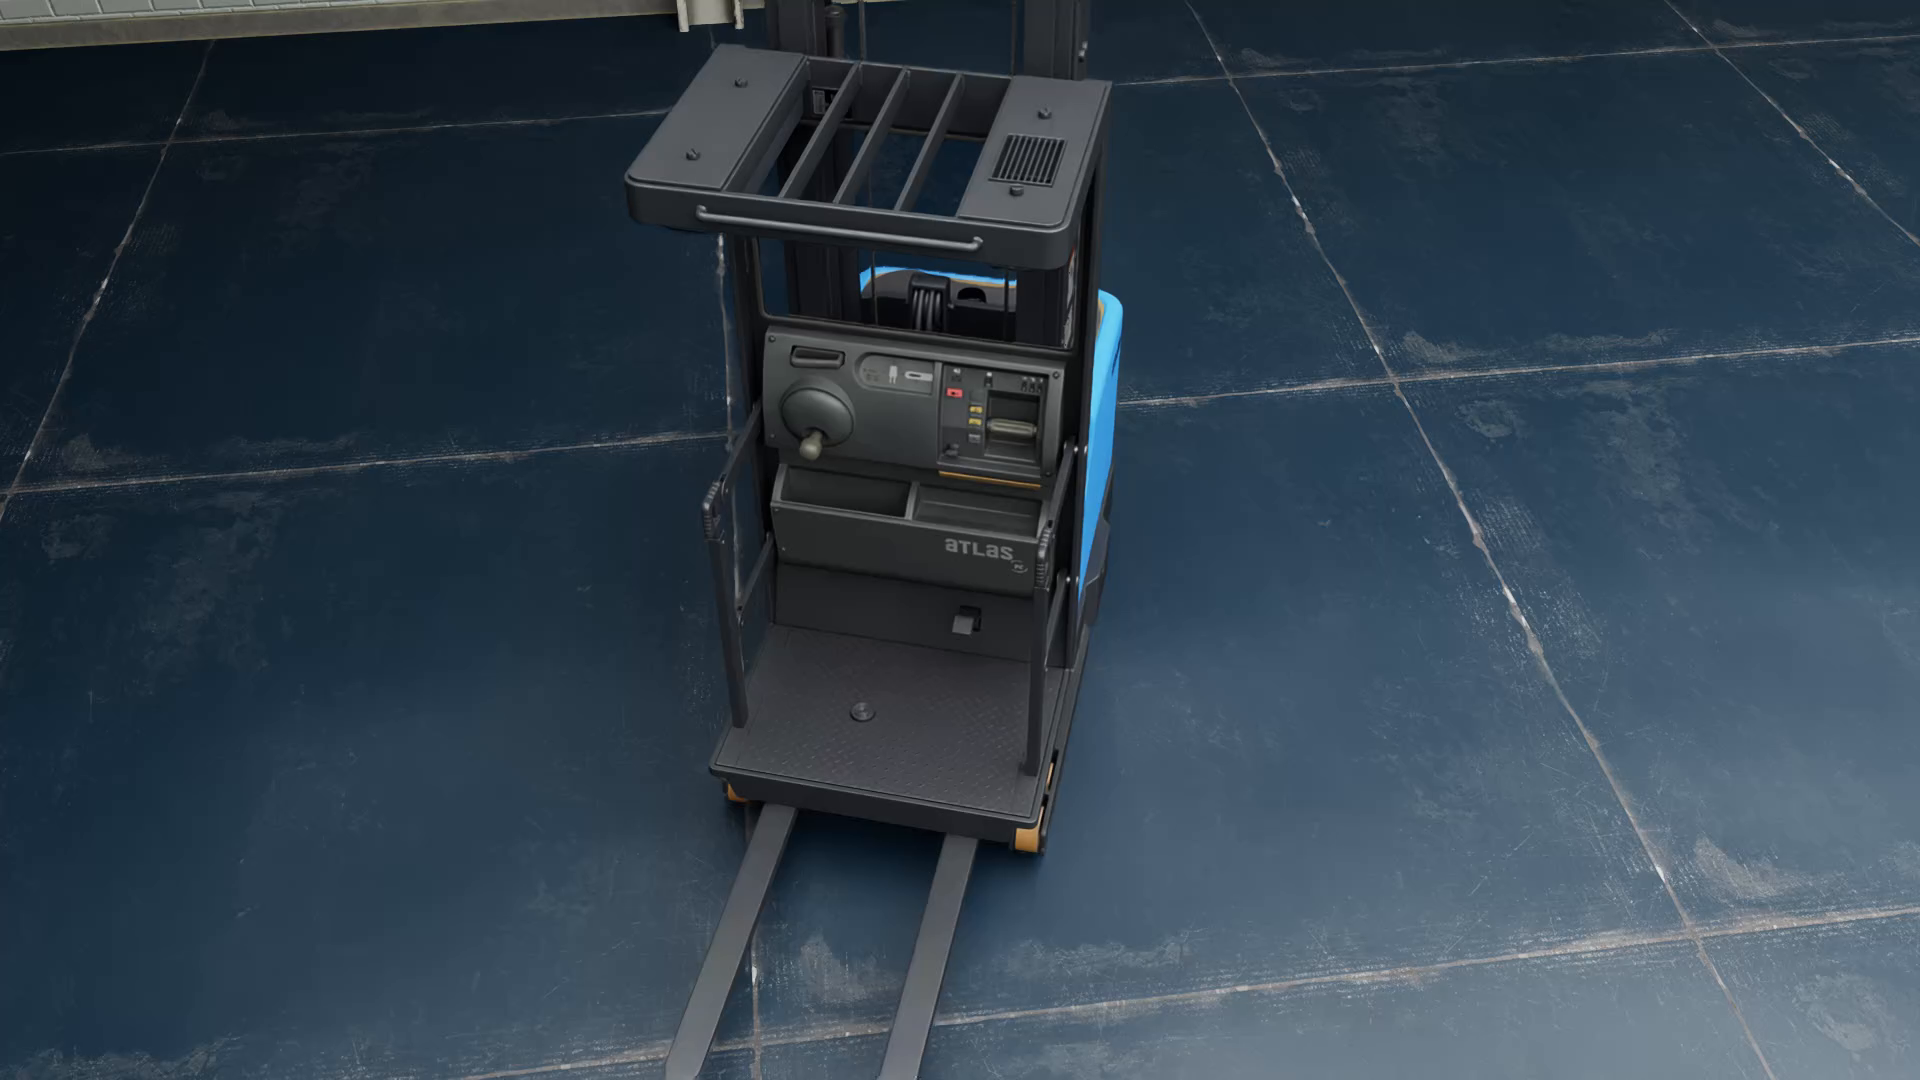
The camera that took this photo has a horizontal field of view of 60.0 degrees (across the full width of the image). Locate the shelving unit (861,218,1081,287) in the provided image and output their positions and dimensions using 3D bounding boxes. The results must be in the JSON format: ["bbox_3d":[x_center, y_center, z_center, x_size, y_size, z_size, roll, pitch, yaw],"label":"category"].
[{"bbox_3d":[-0.016,-0.997,6.735,1.048,1.500,0.538,6,42,7],"label":"shelving unit"}]

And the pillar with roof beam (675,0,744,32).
[{"bbox_3d":[-0.988,-3.721,4.157,0.400,9.000,9.100,-5,42,-6],"label":"pillar with roof beam"}]

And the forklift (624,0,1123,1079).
[{"bbox_3d":[-0.192,-0.319,4.915,1.130,2.935,3.031,8,43,9],"label":"forklift"}]

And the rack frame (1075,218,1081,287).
[{"bbox_3d":[0.485,-0.940,6.672,0.032,1.500,0.500,6,42,7],"label":"rack frame"}]
